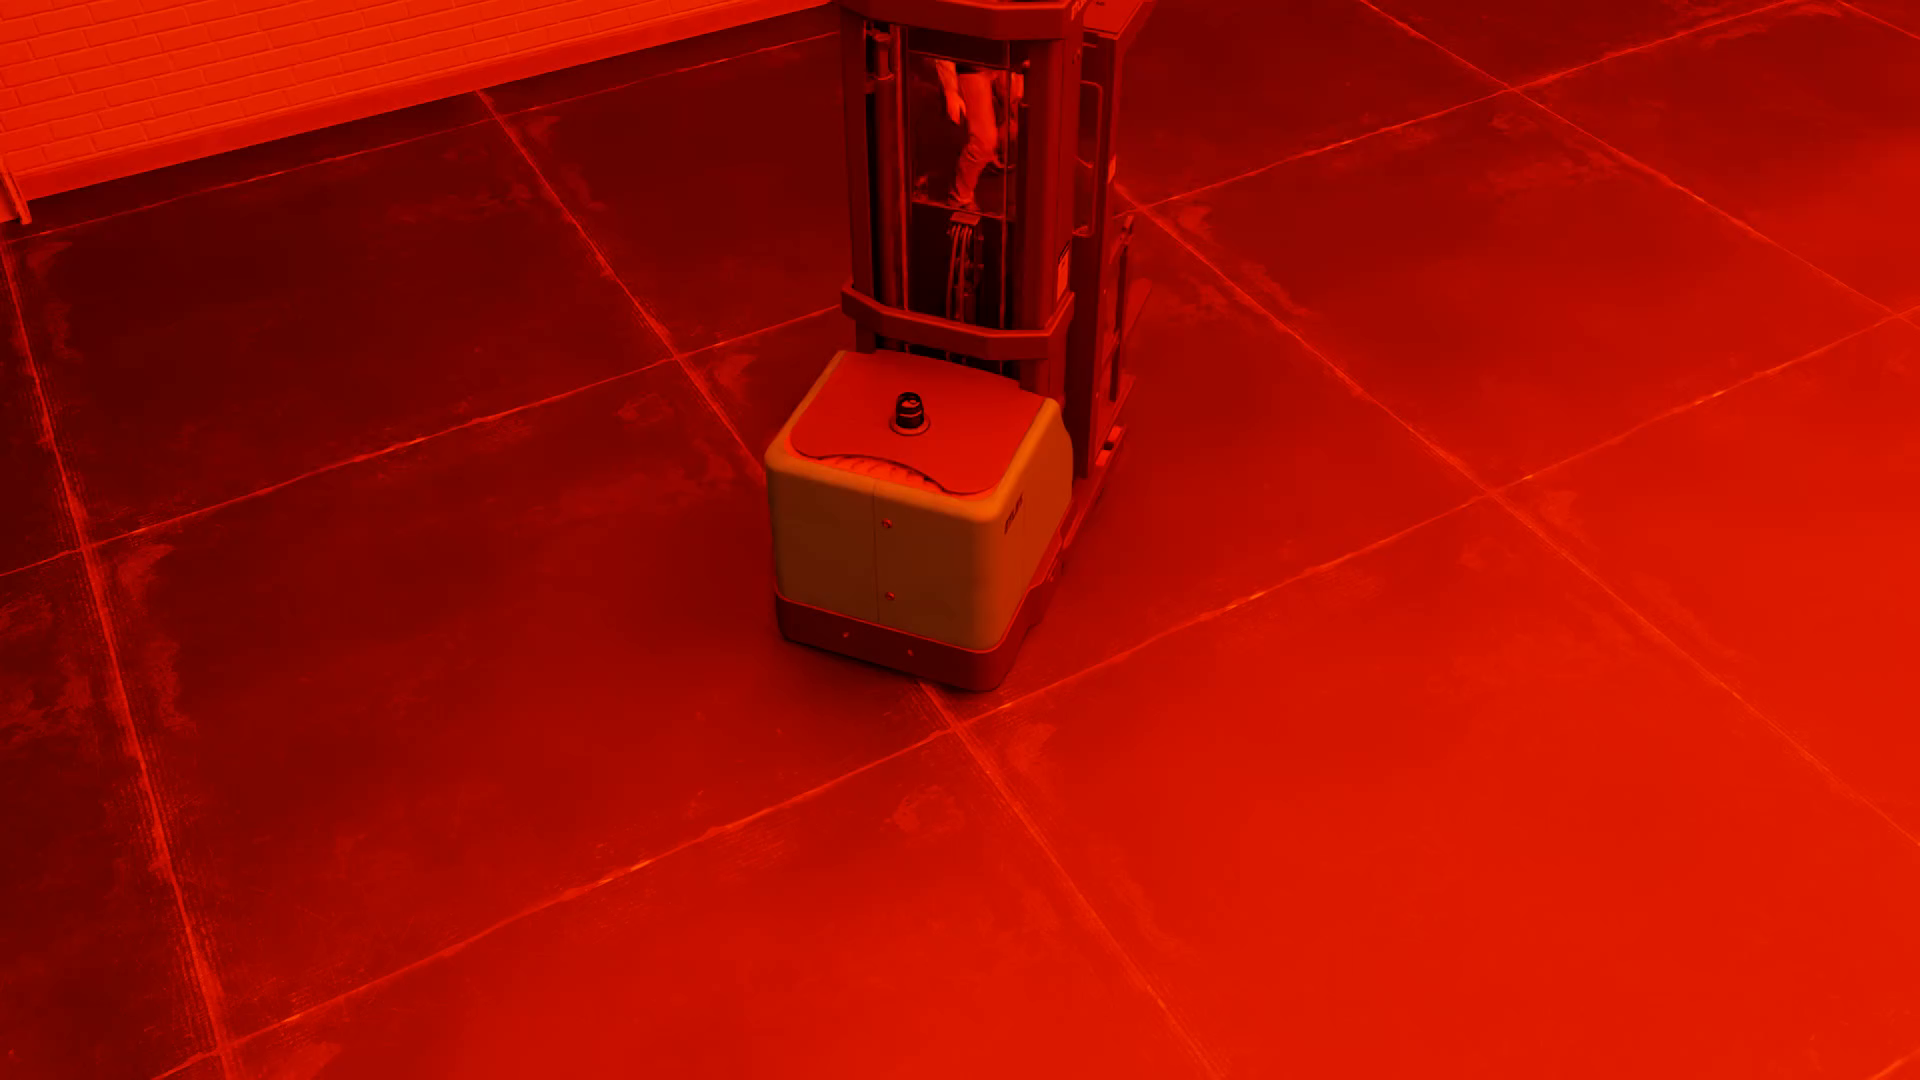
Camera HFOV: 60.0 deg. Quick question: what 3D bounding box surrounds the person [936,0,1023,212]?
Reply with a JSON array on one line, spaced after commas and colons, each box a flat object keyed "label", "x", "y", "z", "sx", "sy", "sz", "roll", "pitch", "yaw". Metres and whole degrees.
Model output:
[{"label": "person", "x": 0.120, "y": -2.697, "z": 9.573, "sx": 0.529, "sy": 1.626, "sz": 0.805, "roll": 29, "pitch": 50, "yaw": 28}]

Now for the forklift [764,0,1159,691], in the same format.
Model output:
[{"label": "forklift", "x": 0.191, "y": -1.447, "z": 7.258, "sx": 1.130, "sy": 2.935, "sz": 3.031, "roll": 14, "pitch": 45, "yaw": 15}]
